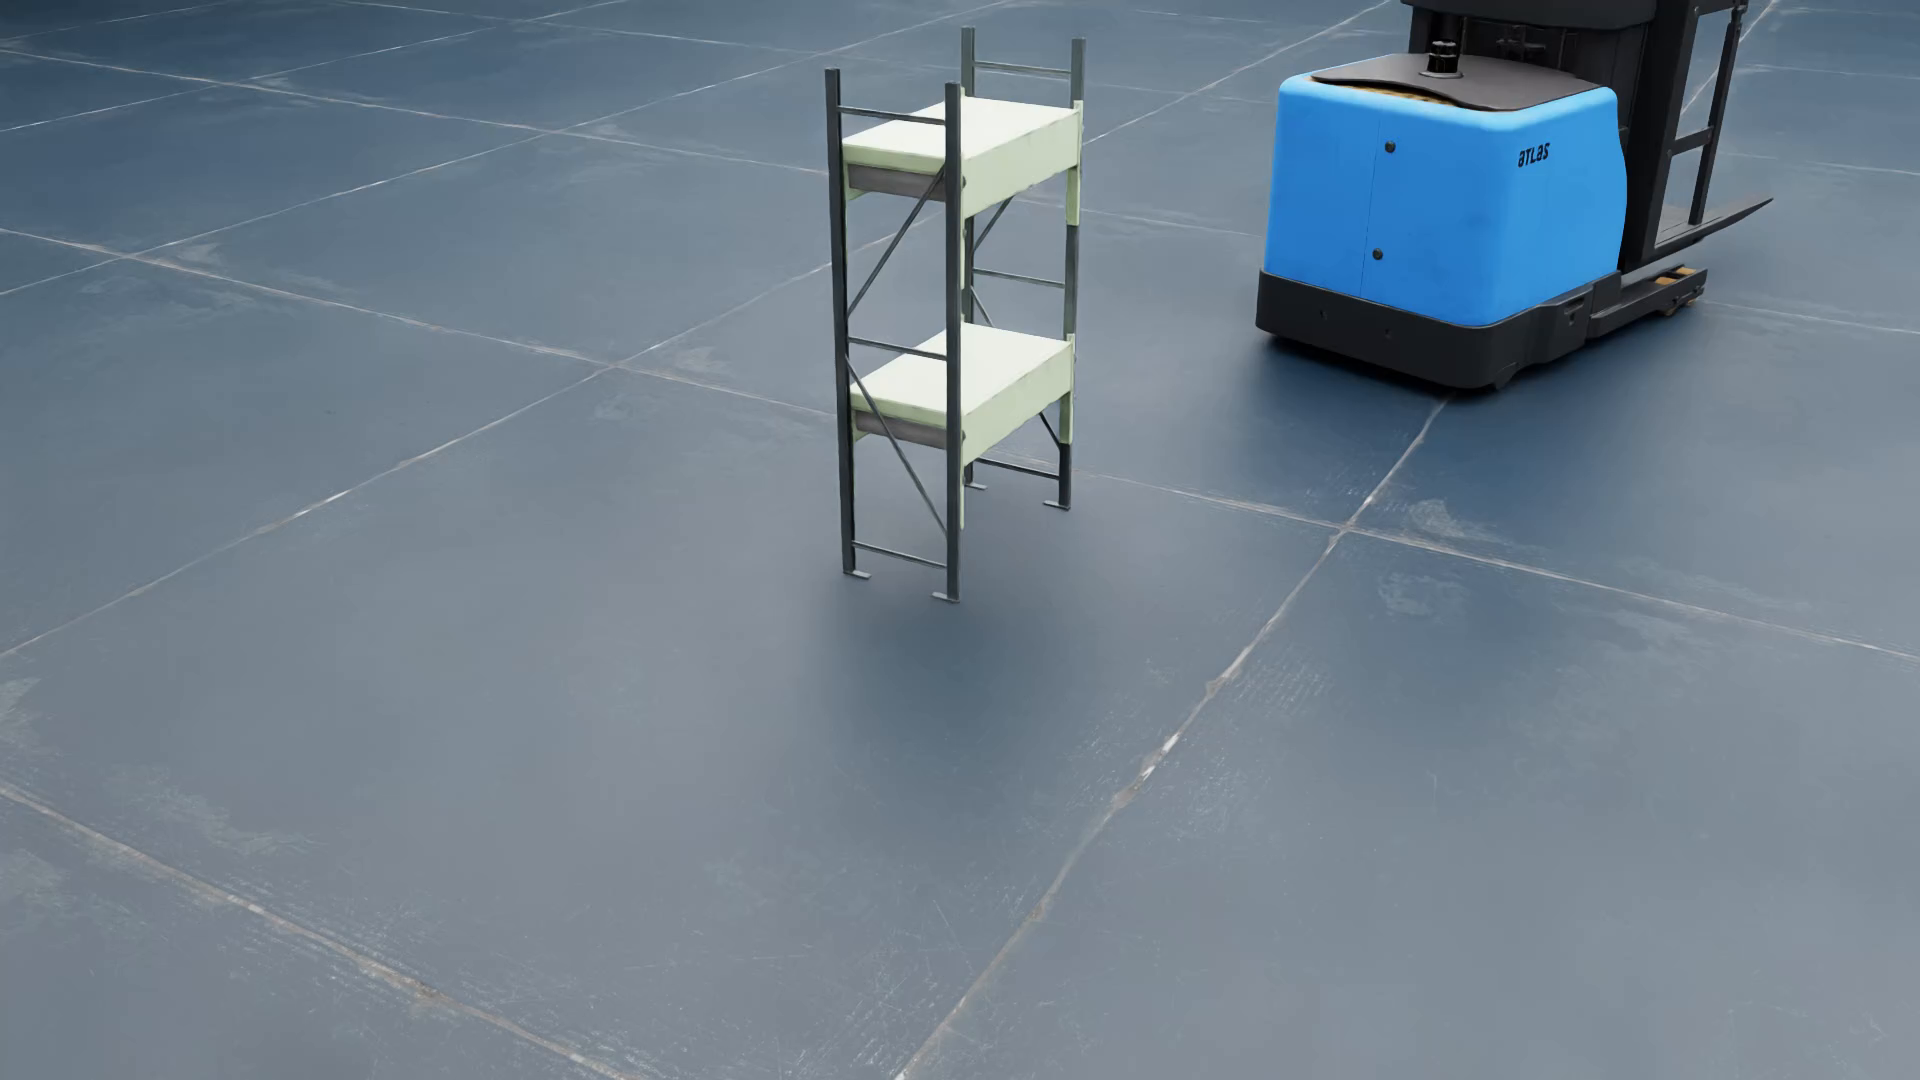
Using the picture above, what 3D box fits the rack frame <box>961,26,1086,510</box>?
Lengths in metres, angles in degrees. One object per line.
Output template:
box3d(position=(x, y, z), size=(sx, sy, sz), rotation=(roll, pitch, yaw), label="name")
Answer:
box3d(position=(0.183, -0.816, 5.204), size=(0.400, 1.500, 0.023), rotation=(14, 30, 26), label="rack frame")

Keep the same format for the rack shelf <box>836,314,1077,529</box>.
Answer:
box3d(position=(0.003, -0.382, 5.065), size=(0.431, 0.370, 0.720), rotation=(14, 30, 26), label="rack shelf")

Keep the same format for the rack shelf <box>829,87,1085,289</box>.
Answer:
box3d(position=(0.003, -1.022, 4.745), size=(0.431, 0.370, 0.720), rotation=(14, 30, 26), label="rack shelf")

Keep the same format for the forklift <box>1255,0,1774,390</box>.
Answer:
box3d(position=(2.635, -2.429, 6.828), size=(3.031, 2.935, 1.130), rotation=(-23, 35, -38), label="forklift")

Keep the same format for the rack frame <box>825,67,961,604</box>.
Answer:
box3d(position=(-0.177, -0.531, 4.635), size=(0.400, 1.500, 0.023), rotation=(14, 30, 26), label="rack frame")

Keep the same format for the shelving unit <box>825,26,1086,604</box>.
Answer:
box3d(position=(0.003, -0.673, 4.919), size=(0.431, 1.500, 0.755), rotation=(14, 30, 26), label="shelving unit")
